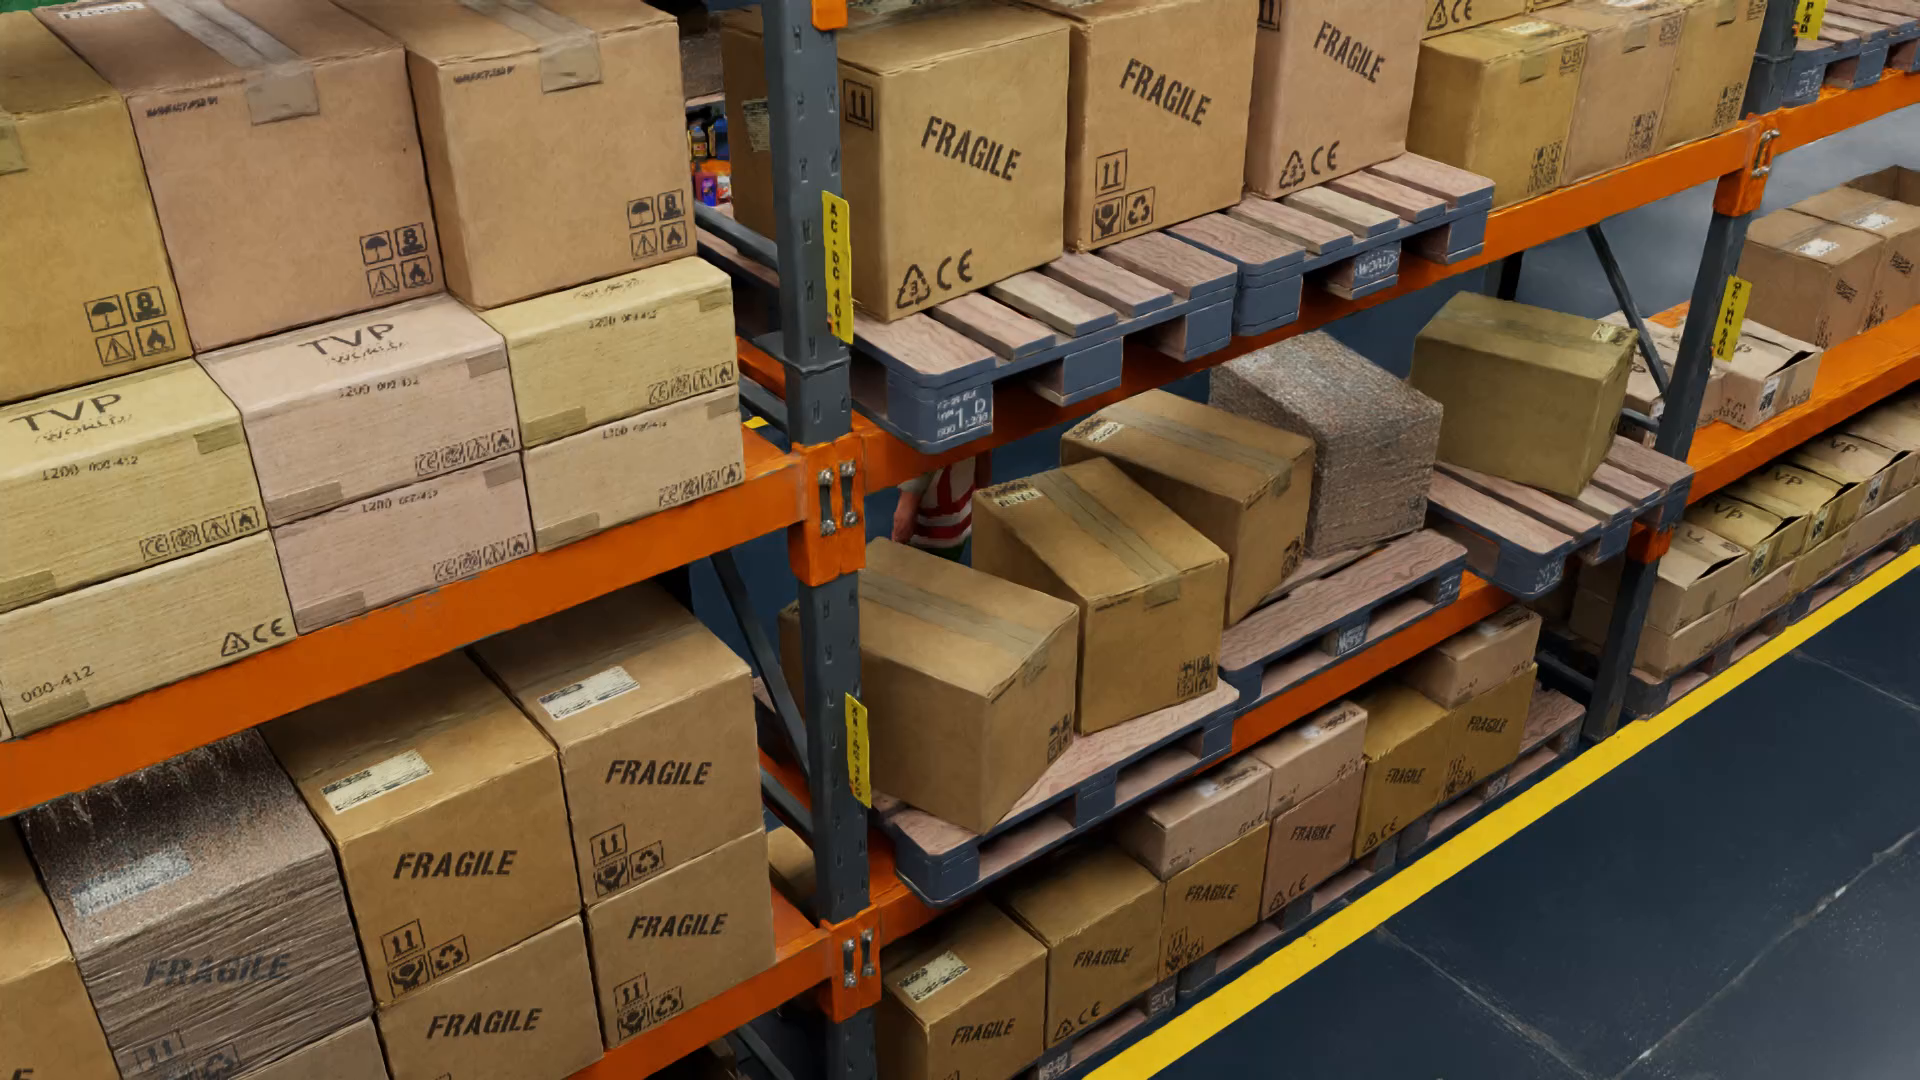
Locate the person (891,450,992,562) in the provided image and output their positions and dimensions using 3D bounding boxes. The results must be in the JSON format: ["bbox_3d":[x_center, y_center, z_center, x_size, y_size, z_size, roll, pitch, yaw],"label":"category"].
[{"bbox_3d":[-0.200,-0.069,7.206,0.614,1.786,0.665,13,34,20],"label":"person"}]
